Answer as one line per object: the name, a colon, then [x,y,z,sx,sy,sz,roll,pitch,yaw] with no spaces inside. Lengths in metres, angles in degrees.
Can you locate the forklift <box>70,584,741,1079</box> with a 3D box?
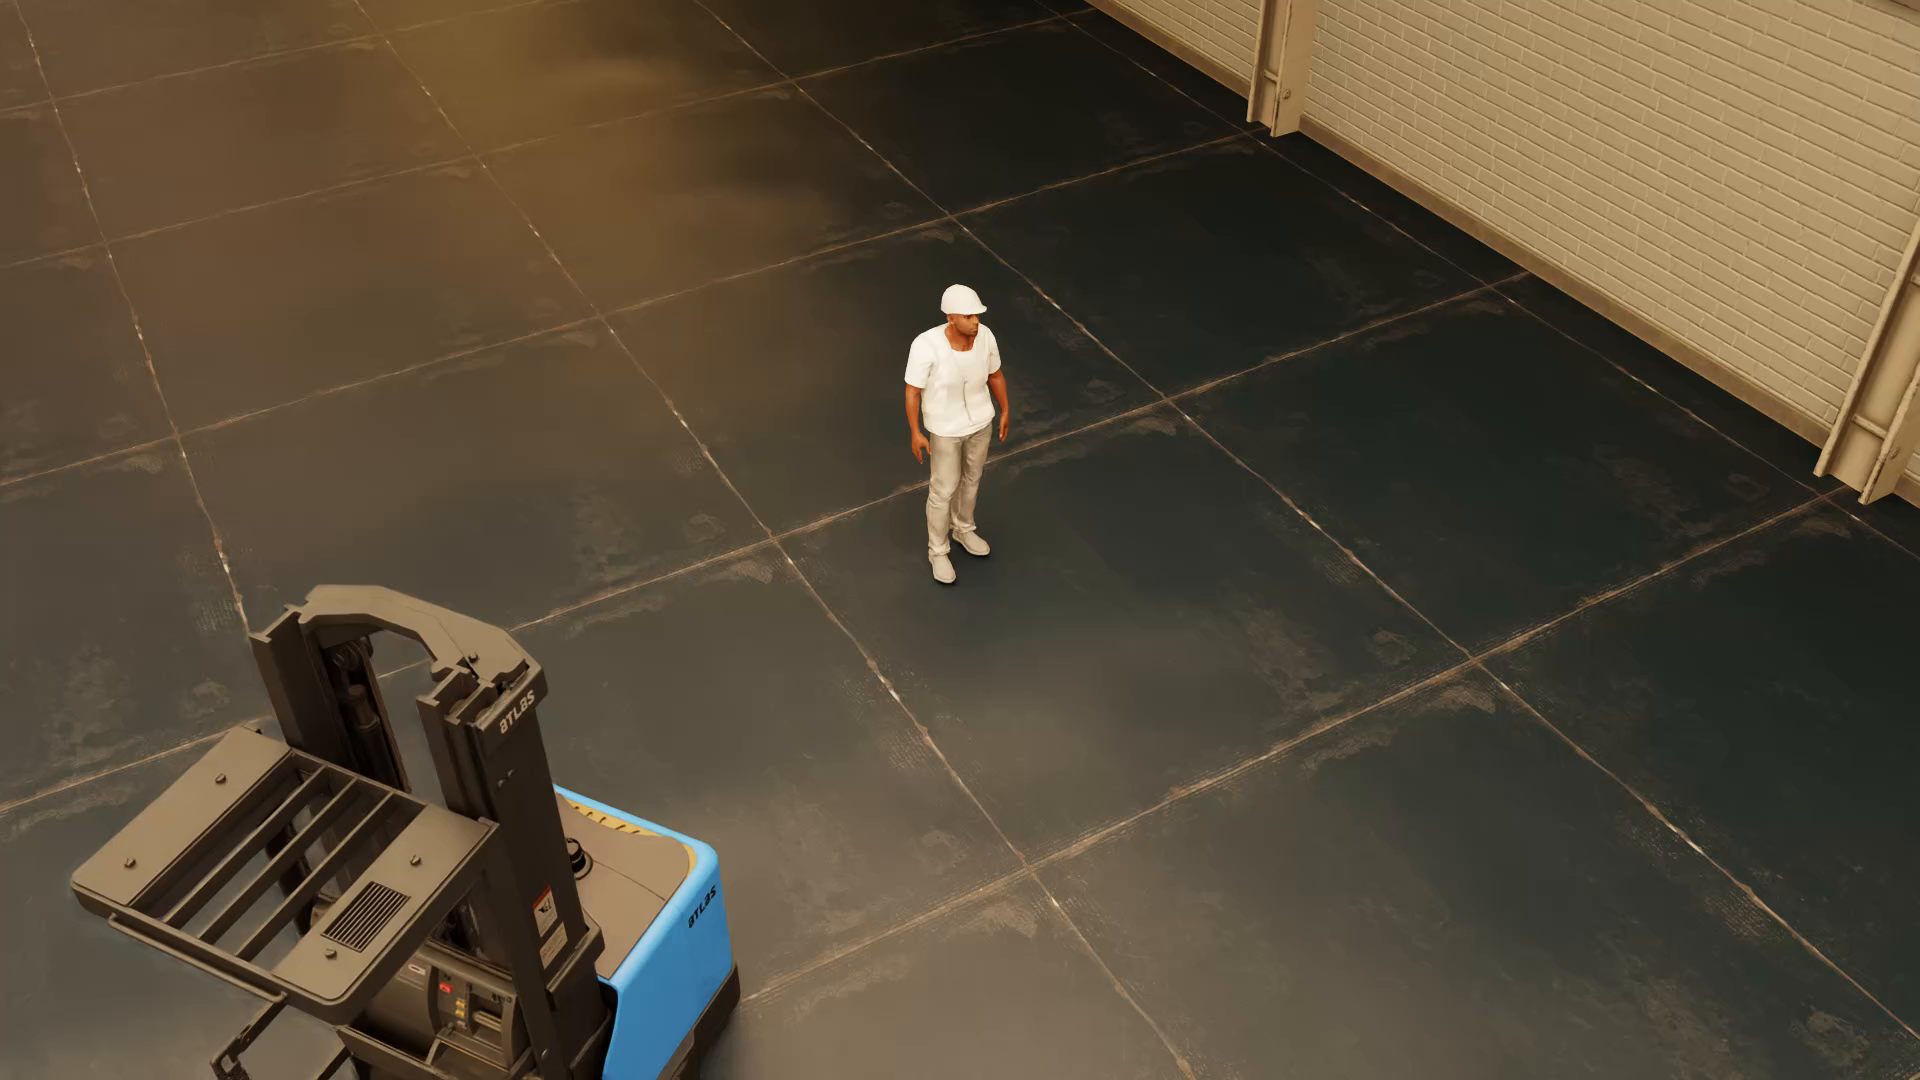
forklift: [-2.096,1.731,5.949,1.130,2.935,3.031,17,42,19]

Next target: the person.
person: [0.029,-0.645,9.715,0.665,1.765,0.577,-20,44,-23]
